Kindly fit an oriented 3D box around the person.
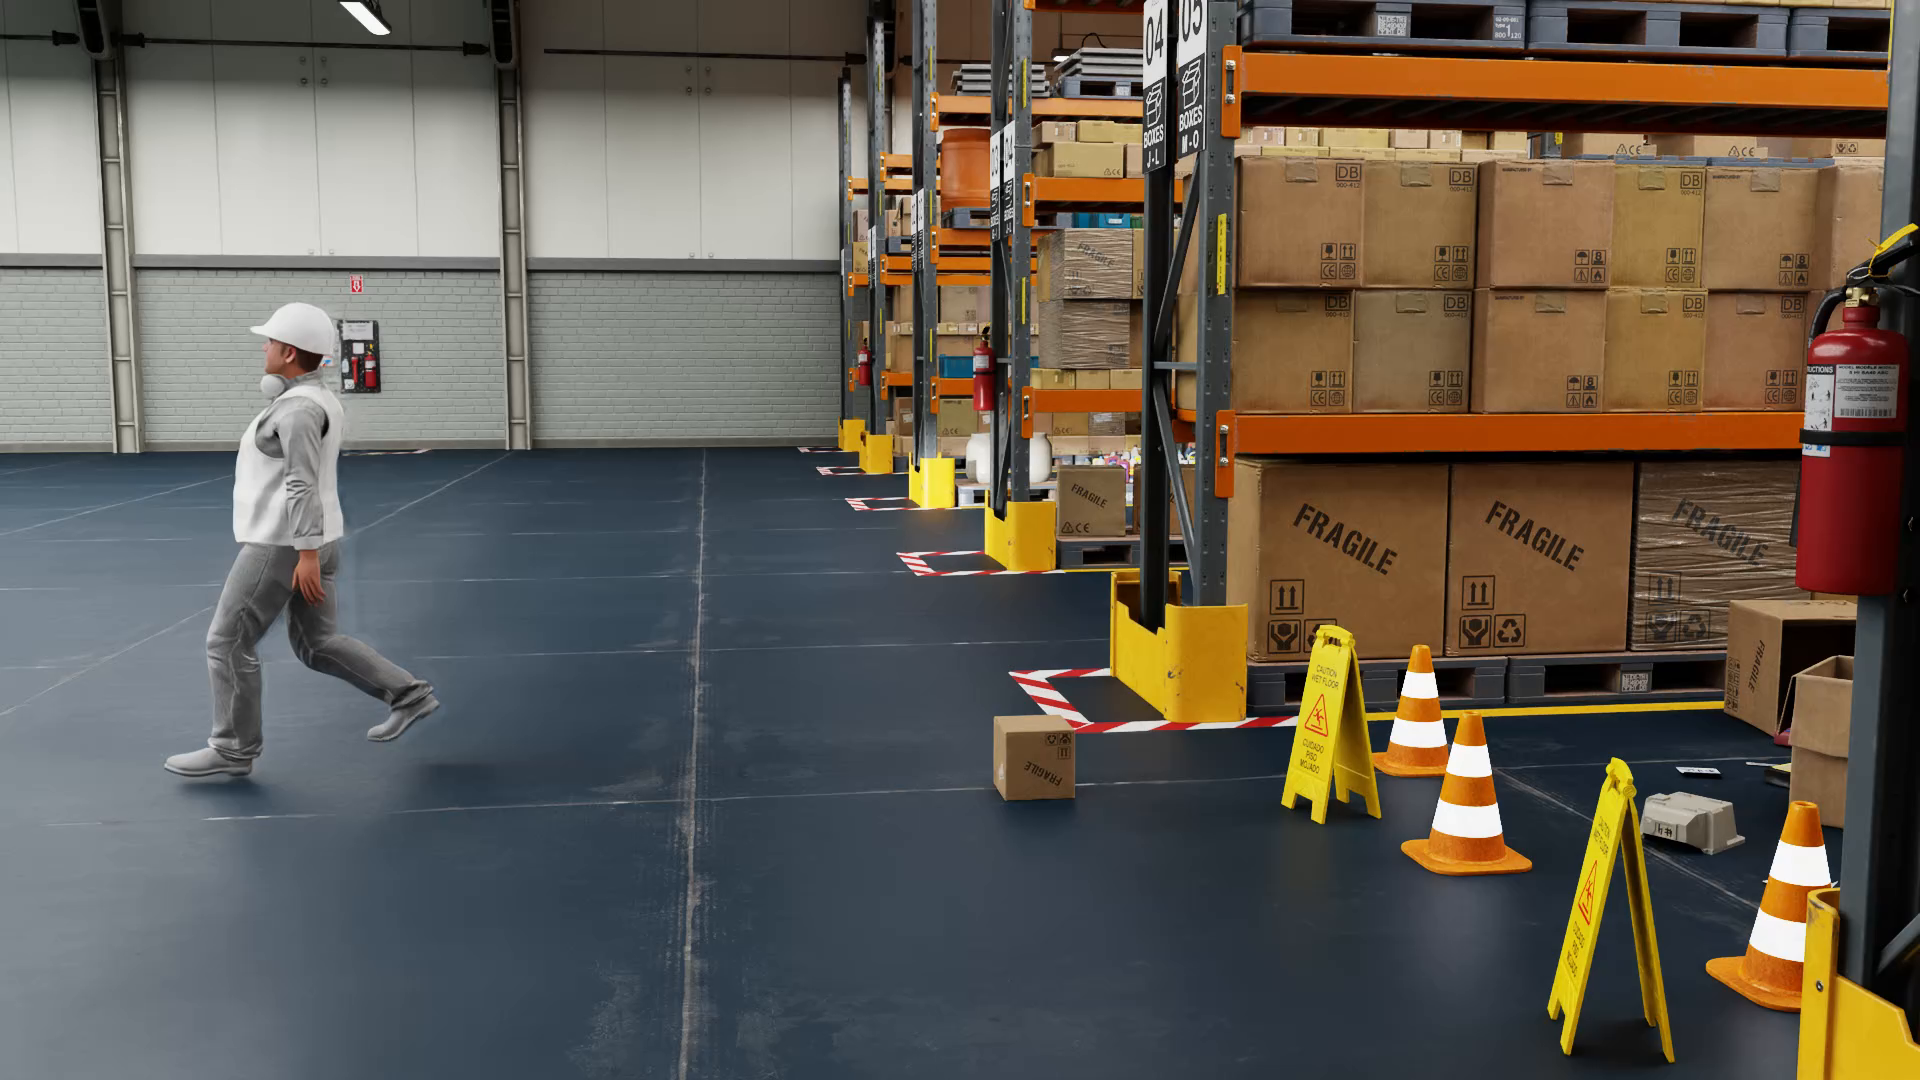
[{"bbox_3d":[-2.452,-0.003,6.151,0.949,1.732,0.552,-1,6,-6],"label":"person"}]
